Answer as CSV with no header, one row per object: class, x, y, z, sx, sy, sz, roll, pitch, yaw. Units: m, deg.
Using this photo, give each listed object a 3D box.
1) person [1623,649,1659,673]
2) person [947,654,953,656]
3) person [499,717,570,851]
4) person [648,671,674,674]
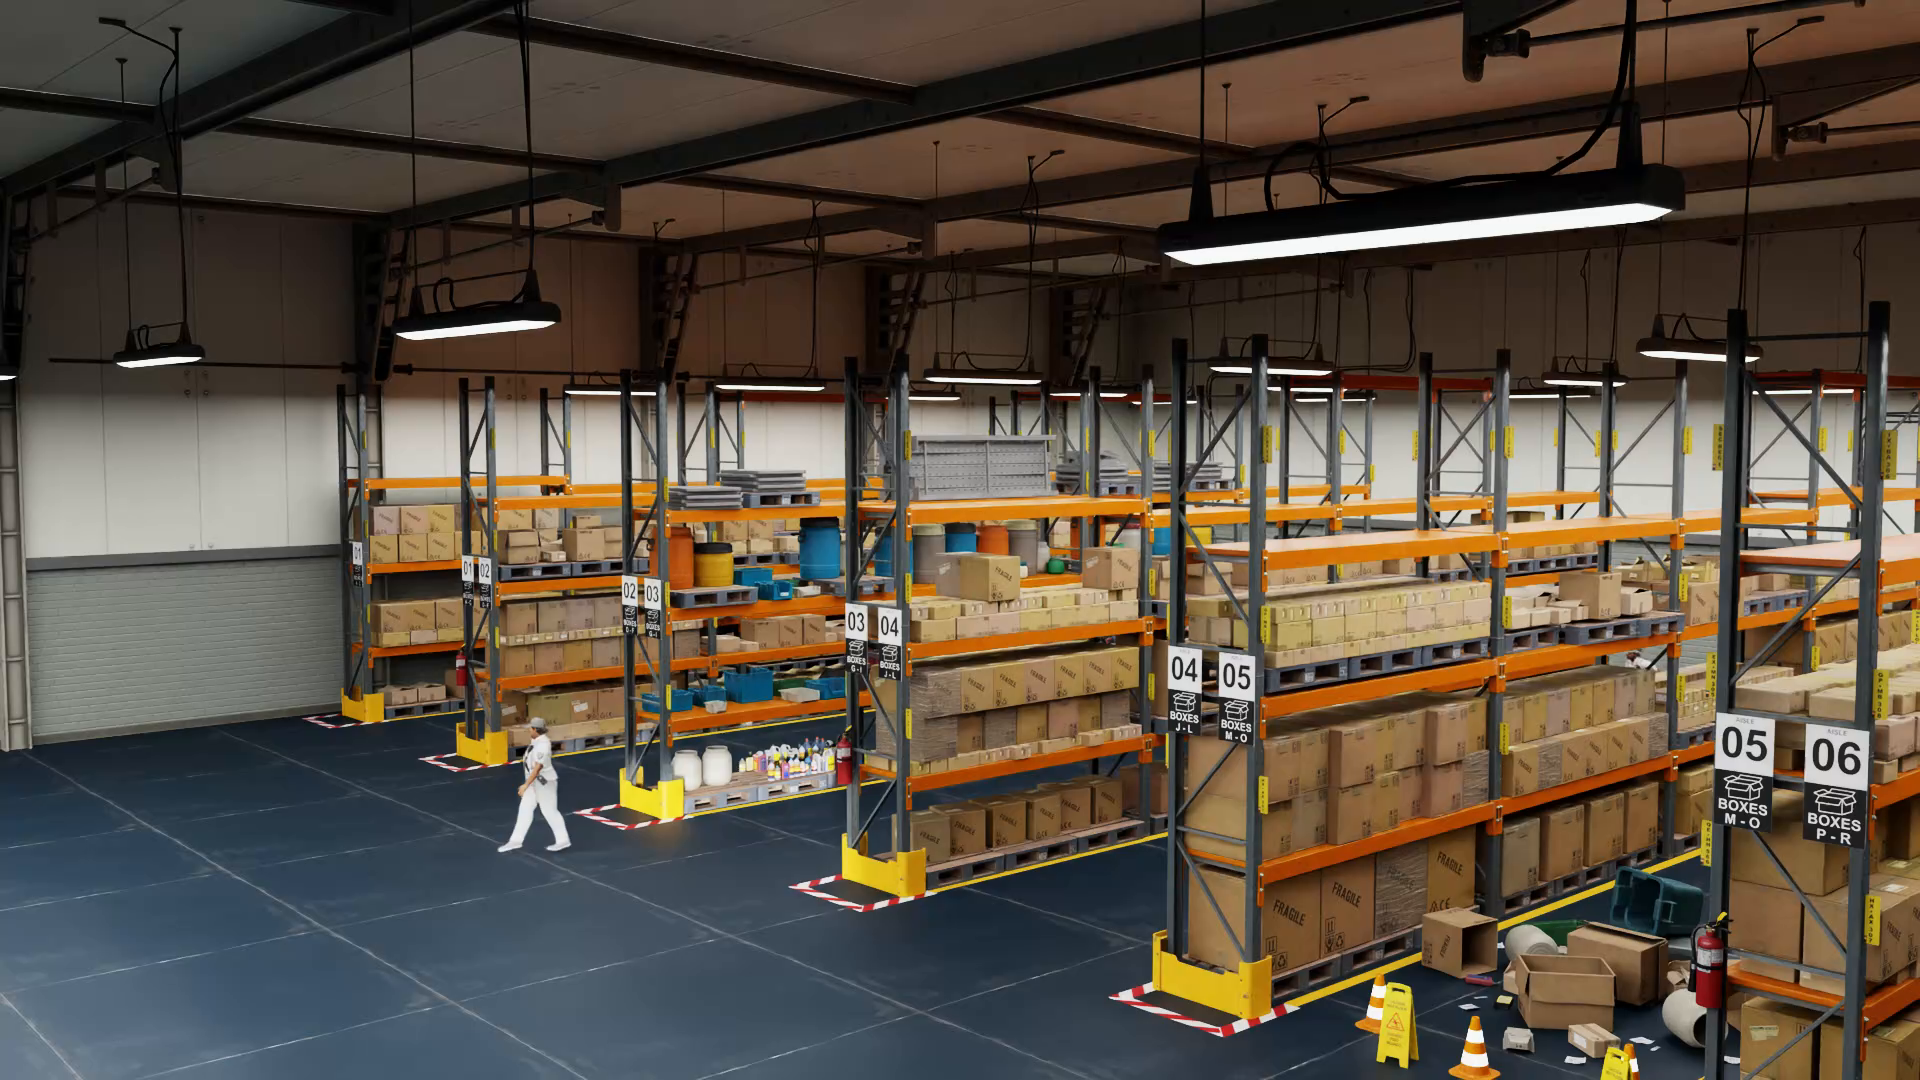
person,11.442,2.526,27.923,0.771,1.600,0.634,-2,5,-34
person,-0.258,2.407,29.121,0.784,1.705,0.589,-2,4,-33
person,-5.223,2.992,20.370,0.837,1.639,0.505,-2,4,-22
person,-5.560,2.313,30.593,0.689,1.807,0.751,3,5,38
